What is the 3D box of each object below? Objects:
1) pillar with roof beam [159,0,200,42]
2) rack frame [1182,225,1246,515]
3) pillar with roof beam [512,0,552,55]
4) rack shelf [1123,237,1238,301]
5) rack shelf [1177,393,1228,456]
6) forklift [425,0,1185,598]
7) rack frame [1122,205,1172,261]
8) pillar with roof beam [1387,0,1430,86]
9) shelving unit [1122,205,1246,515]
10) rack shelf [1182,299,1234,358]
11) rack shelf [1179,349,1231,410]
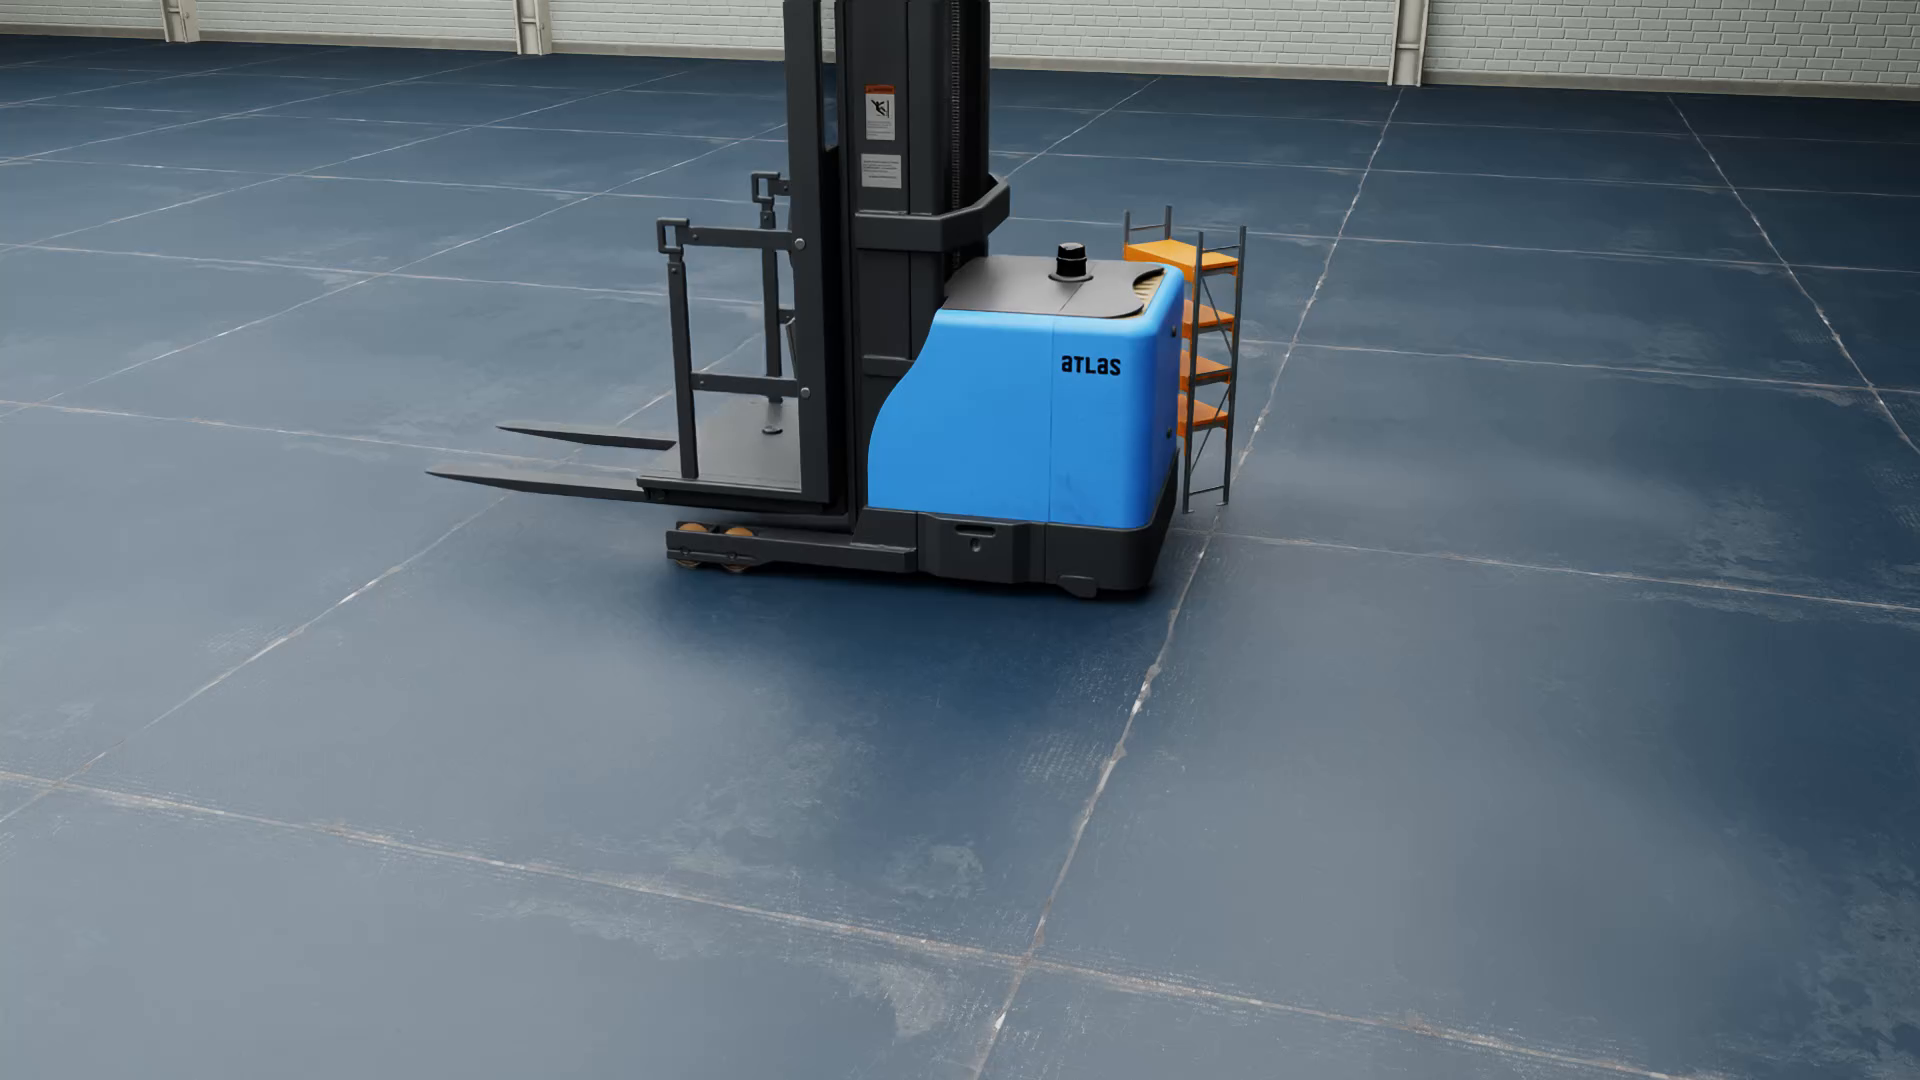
[{"bbox_3d":[-13.018,-10.169,19.703,0.400,9.000,9.100,7,23,16],"label":"pillar with roof beam"},{"bbox_3d":[1.046,-0.688,6.866,0.240,1.200,0.015,-13,26,-28],"label":"rack frame"},{"bbox_3d":[-7.274,-9.511,18.099,0.400,9.000,9.100,7,23,16],"label":"pillar with roof beam"},{"bbox_3d":[0.920,-1.131,6.911,0.258,0.148,0.480,-13,26,-28],"label":"rack shelf"},{"bbox_3d":[0.921,-0.522,7.161,0.258,0.148,0.480,-13,26,-28],"label":"rack shelf"},{"bbox_3d":[-0.666,-1.422,6.375,3.031,2.935,1.130,5,23,13],"label":"forklift"},{"bbox_3d":[0.795,-0.847,7.253,0.240,1.200,0.015,-13,26,-28],"label":"rack frame"},{"bbox_3d":[4.214,-8.196,14.892,0.400,9.000,9.100,7,23,16],"label":"pillar with roof beam"},{"bbox_3d":[0.921,-0.768,7.060,0.258,1.200,0.503,-13,26,-28],"label":"shelving unit"},{"bbox_3d":[0.921,-0.912,7.000,0.258,0.148,0.480,-13,26,-28],"label":"rack shelf"},{"bbox_3d":[0.921,-0.705,7.085,0.258,0.148,0.480,-13,26,-28],"label":"rack shelf"}]
